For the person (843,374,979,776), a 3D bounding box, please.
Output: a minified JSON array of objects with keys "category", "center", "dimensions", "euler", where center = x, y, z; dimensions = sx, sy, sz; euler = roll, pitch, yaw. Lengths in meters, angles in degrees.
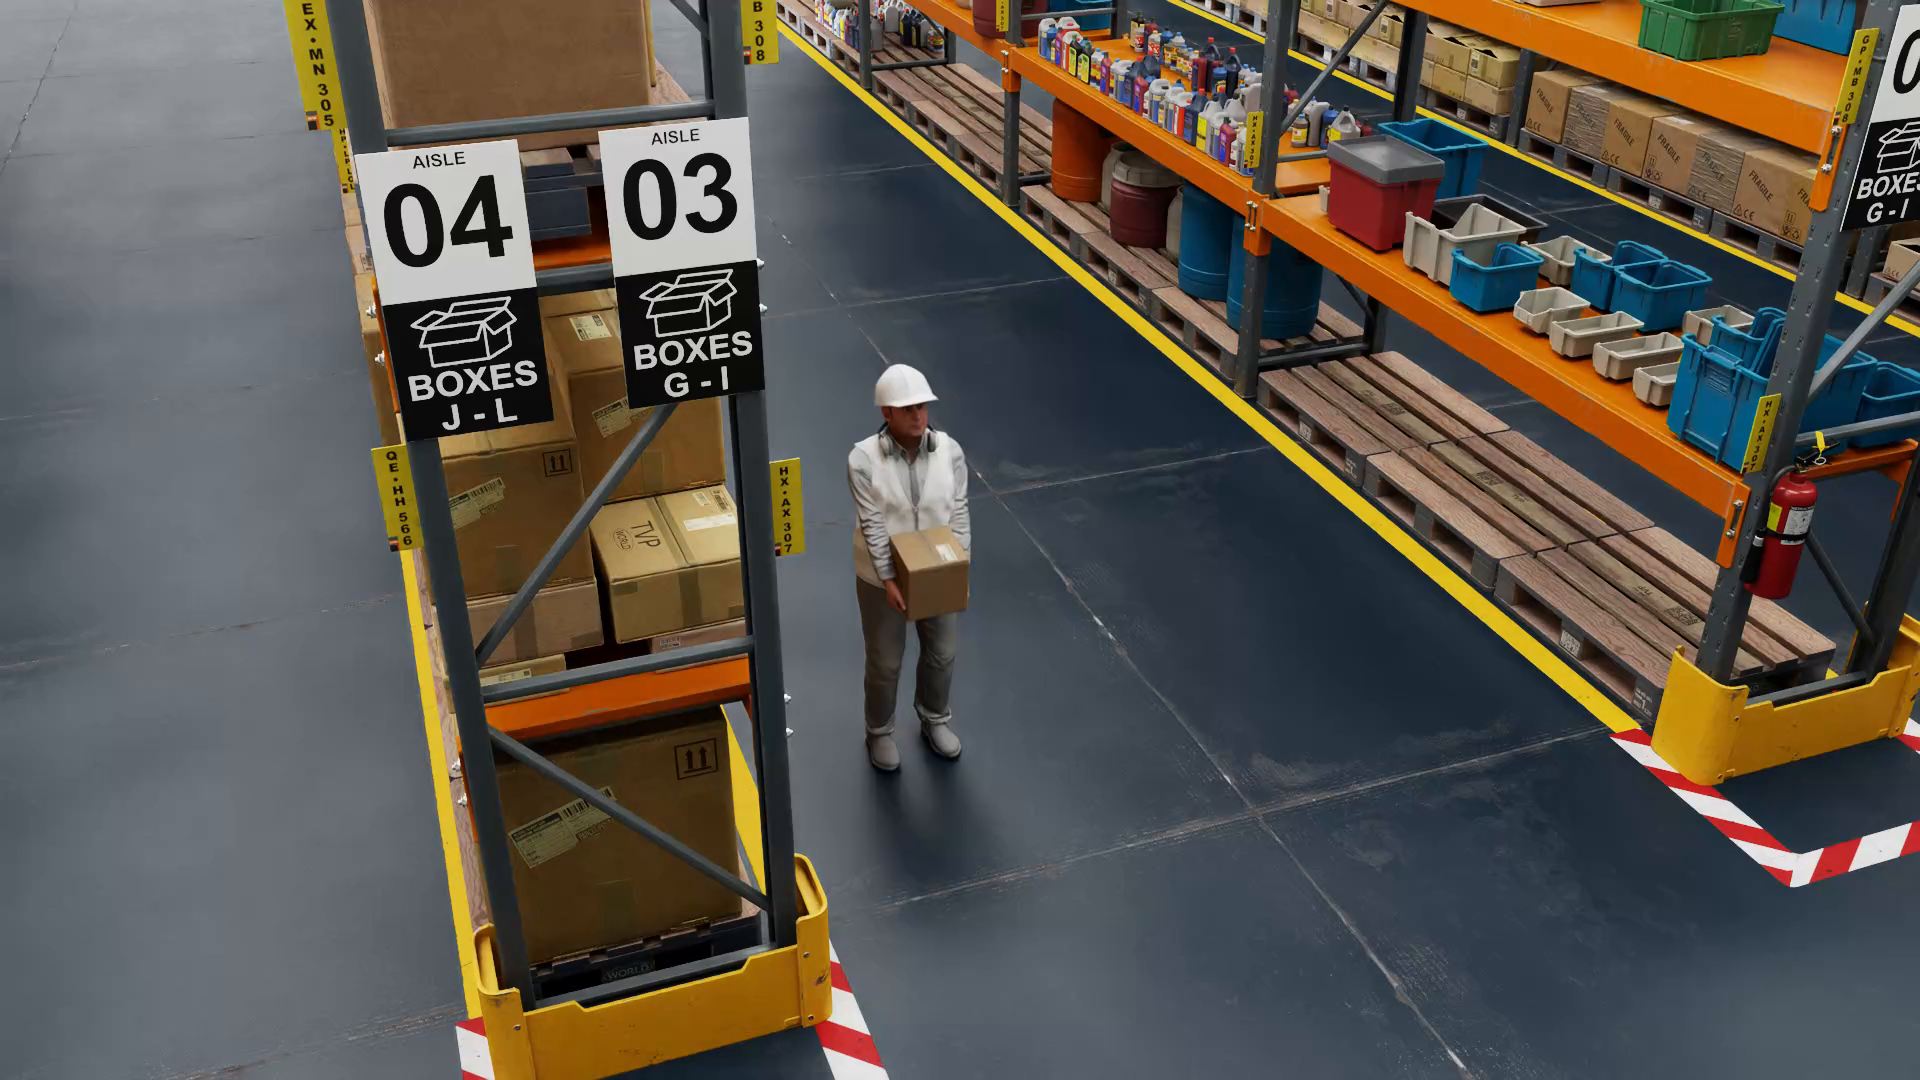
[{"category":"person","center":[-0.192,0.124,6.884],"dimensions":[0.592,1.771,0.464],"euler":[-12,32,-21]}]
